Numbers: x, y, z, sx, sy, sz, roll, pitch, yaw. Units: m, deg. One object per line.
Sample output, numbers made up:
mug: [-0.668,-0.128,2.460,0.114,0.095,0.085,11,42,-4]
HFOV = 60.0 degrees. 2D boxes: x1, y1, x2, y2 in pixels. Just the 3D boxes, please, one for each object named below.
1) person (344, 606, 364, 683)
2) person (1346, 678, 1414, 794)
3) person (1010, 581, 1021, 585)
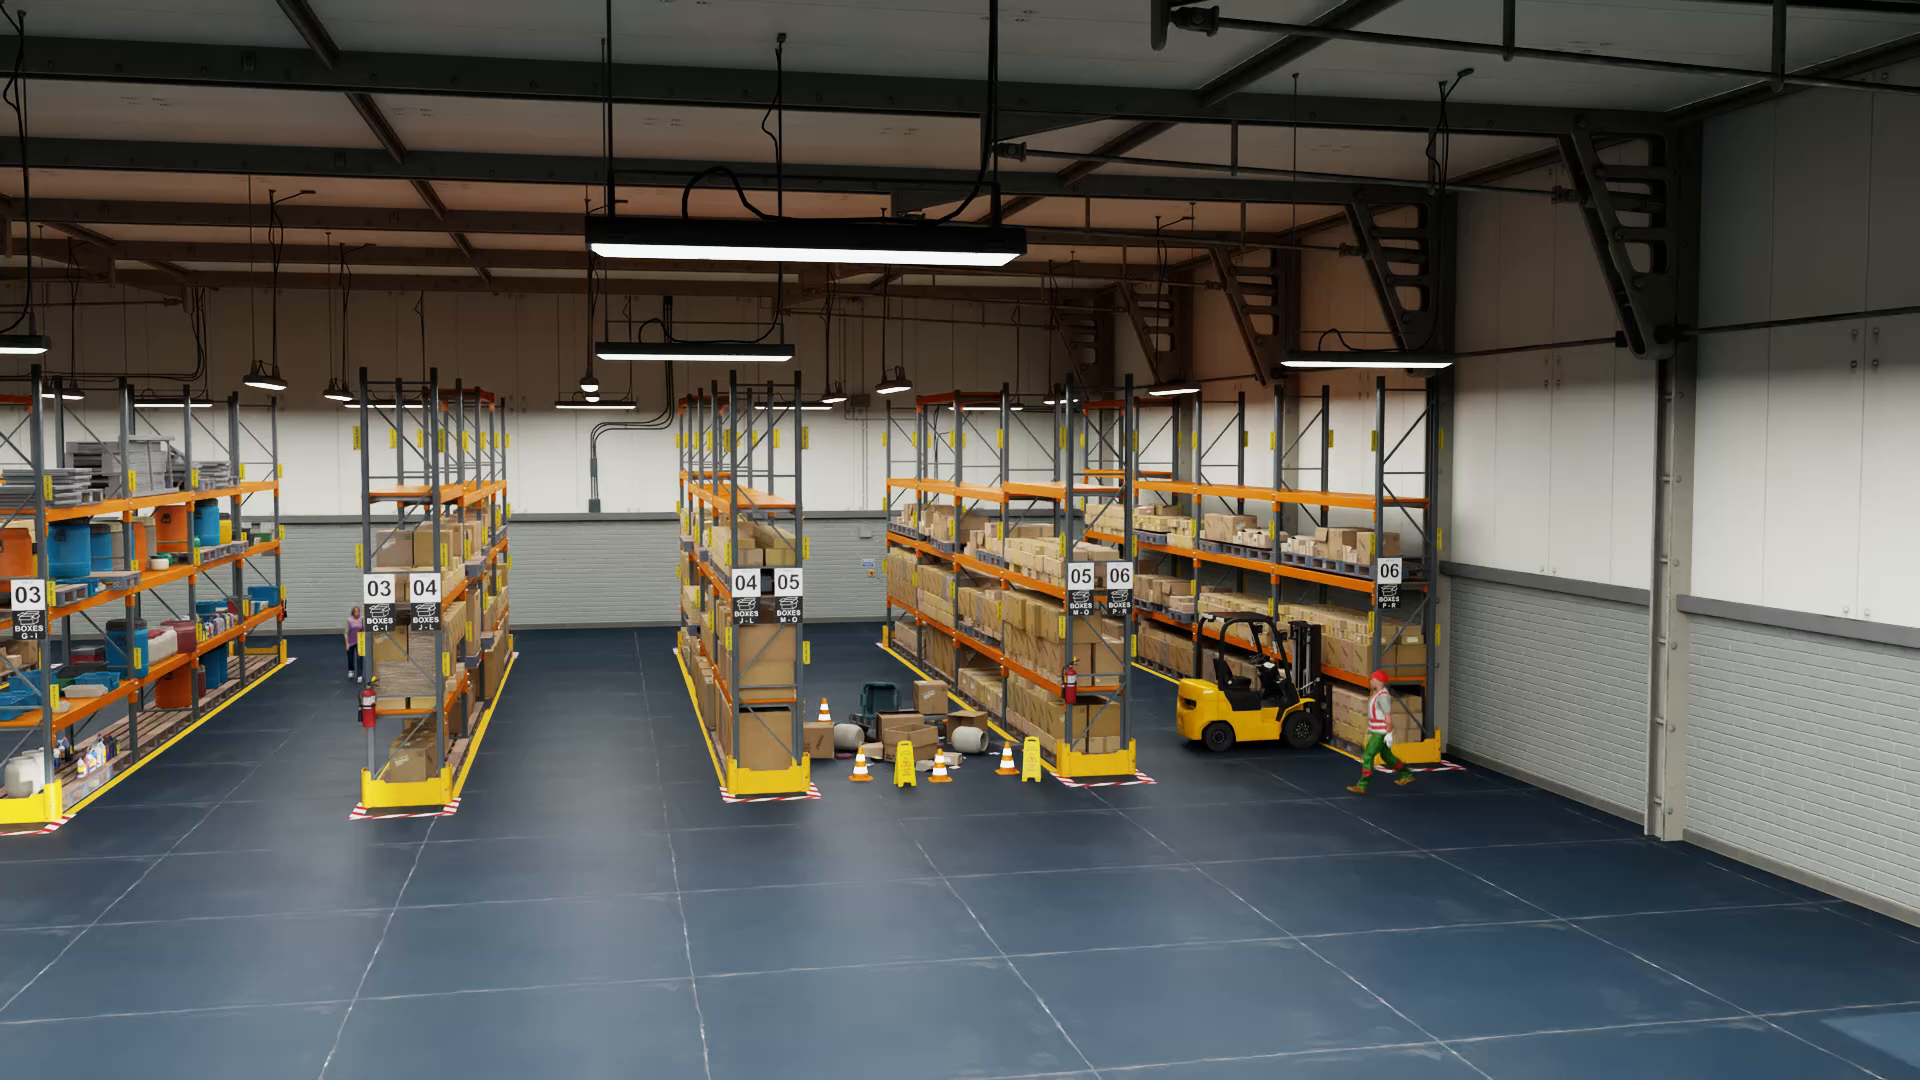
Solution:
person: [-12.585,2.149,34.562,0.396,1.553,0.888,-1,4,-21]
person: [5.988,2.744,23.624,1.075,1.700,0.554,-1,3,-9]
person: [1.571,1.413,45.131,0.485,1.765,0.546,-2,4,-27]
